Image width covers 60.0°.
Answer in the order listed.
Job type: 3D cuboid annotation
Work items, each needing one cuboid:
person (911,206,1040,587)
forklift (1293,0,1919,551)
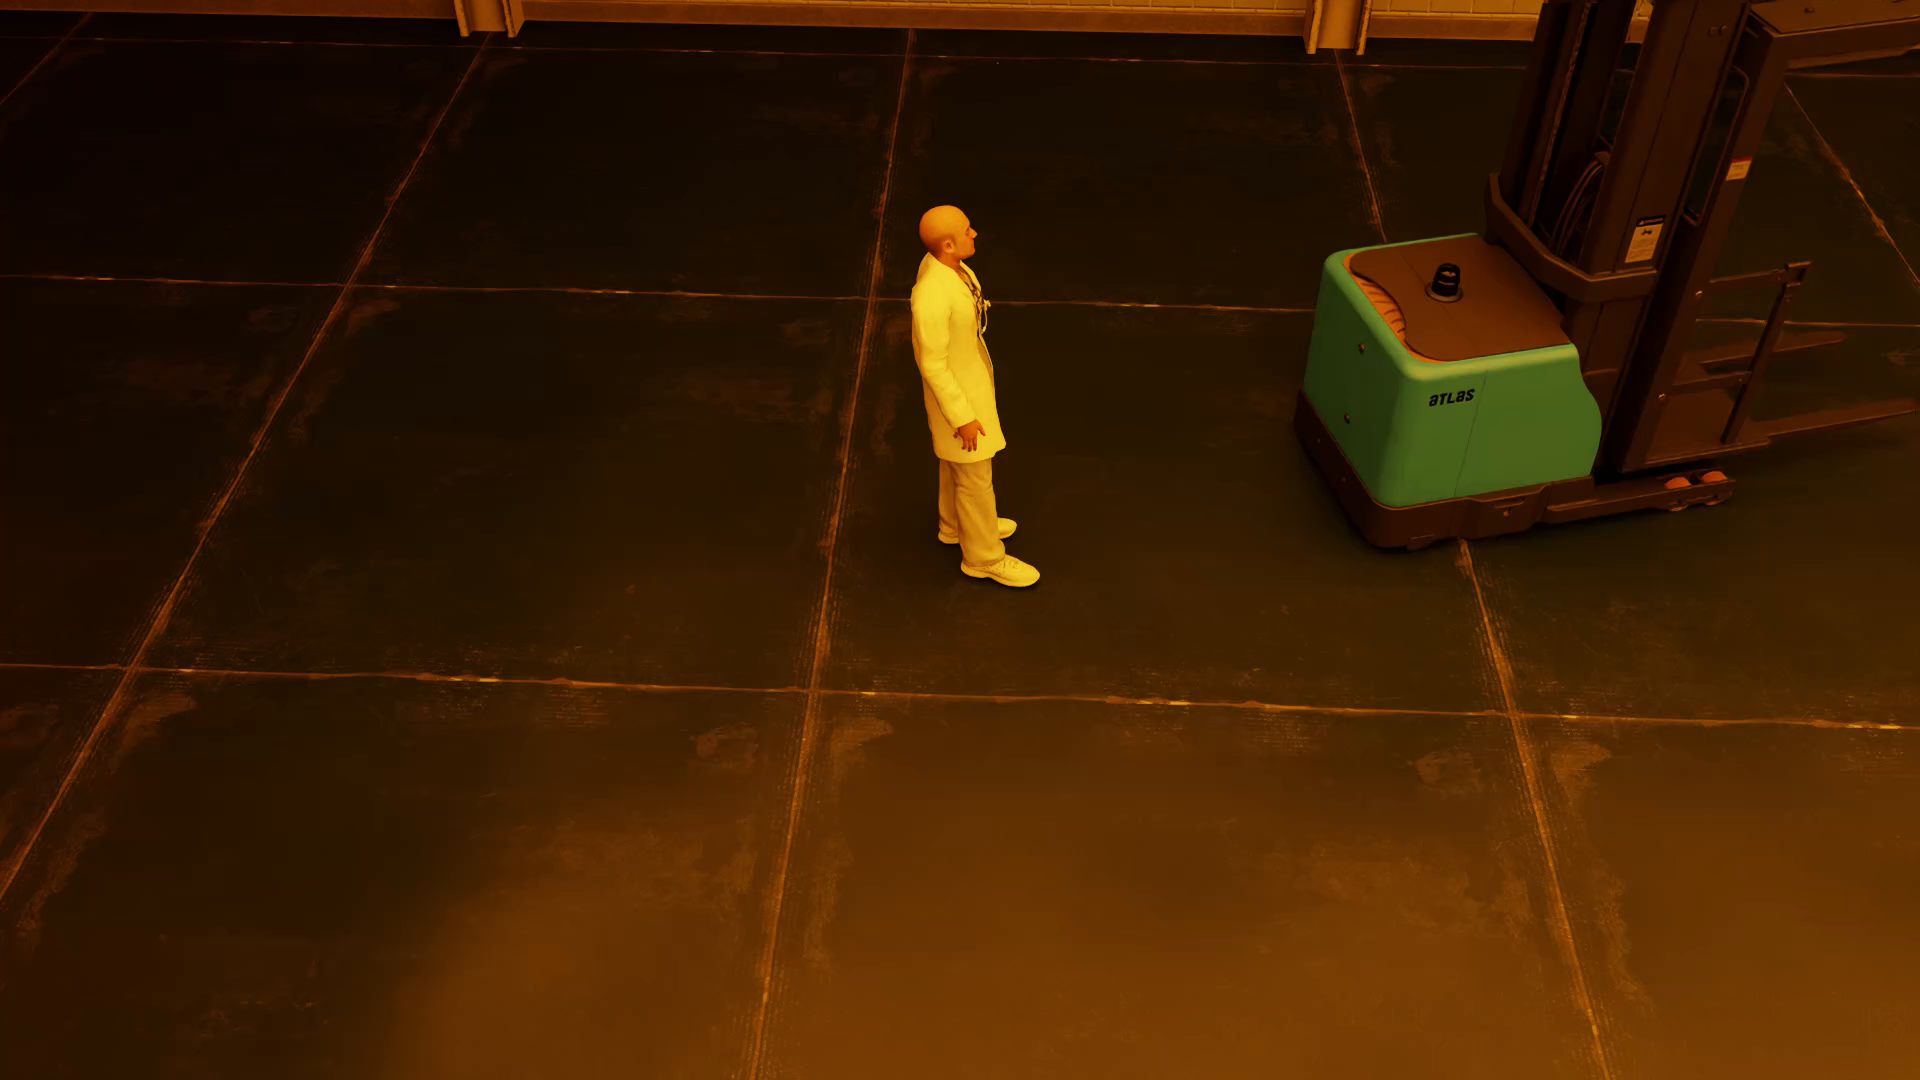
[{"bbox_3d":[0.090,-0.656,7.305,0.581,1.776,0.696,2,42,2],"label":"person"},{"bbox_3d":[3.268,-1.561,7.453,3.031,2.935,1.130,-9,43,-10],"label":"forklift"}]
